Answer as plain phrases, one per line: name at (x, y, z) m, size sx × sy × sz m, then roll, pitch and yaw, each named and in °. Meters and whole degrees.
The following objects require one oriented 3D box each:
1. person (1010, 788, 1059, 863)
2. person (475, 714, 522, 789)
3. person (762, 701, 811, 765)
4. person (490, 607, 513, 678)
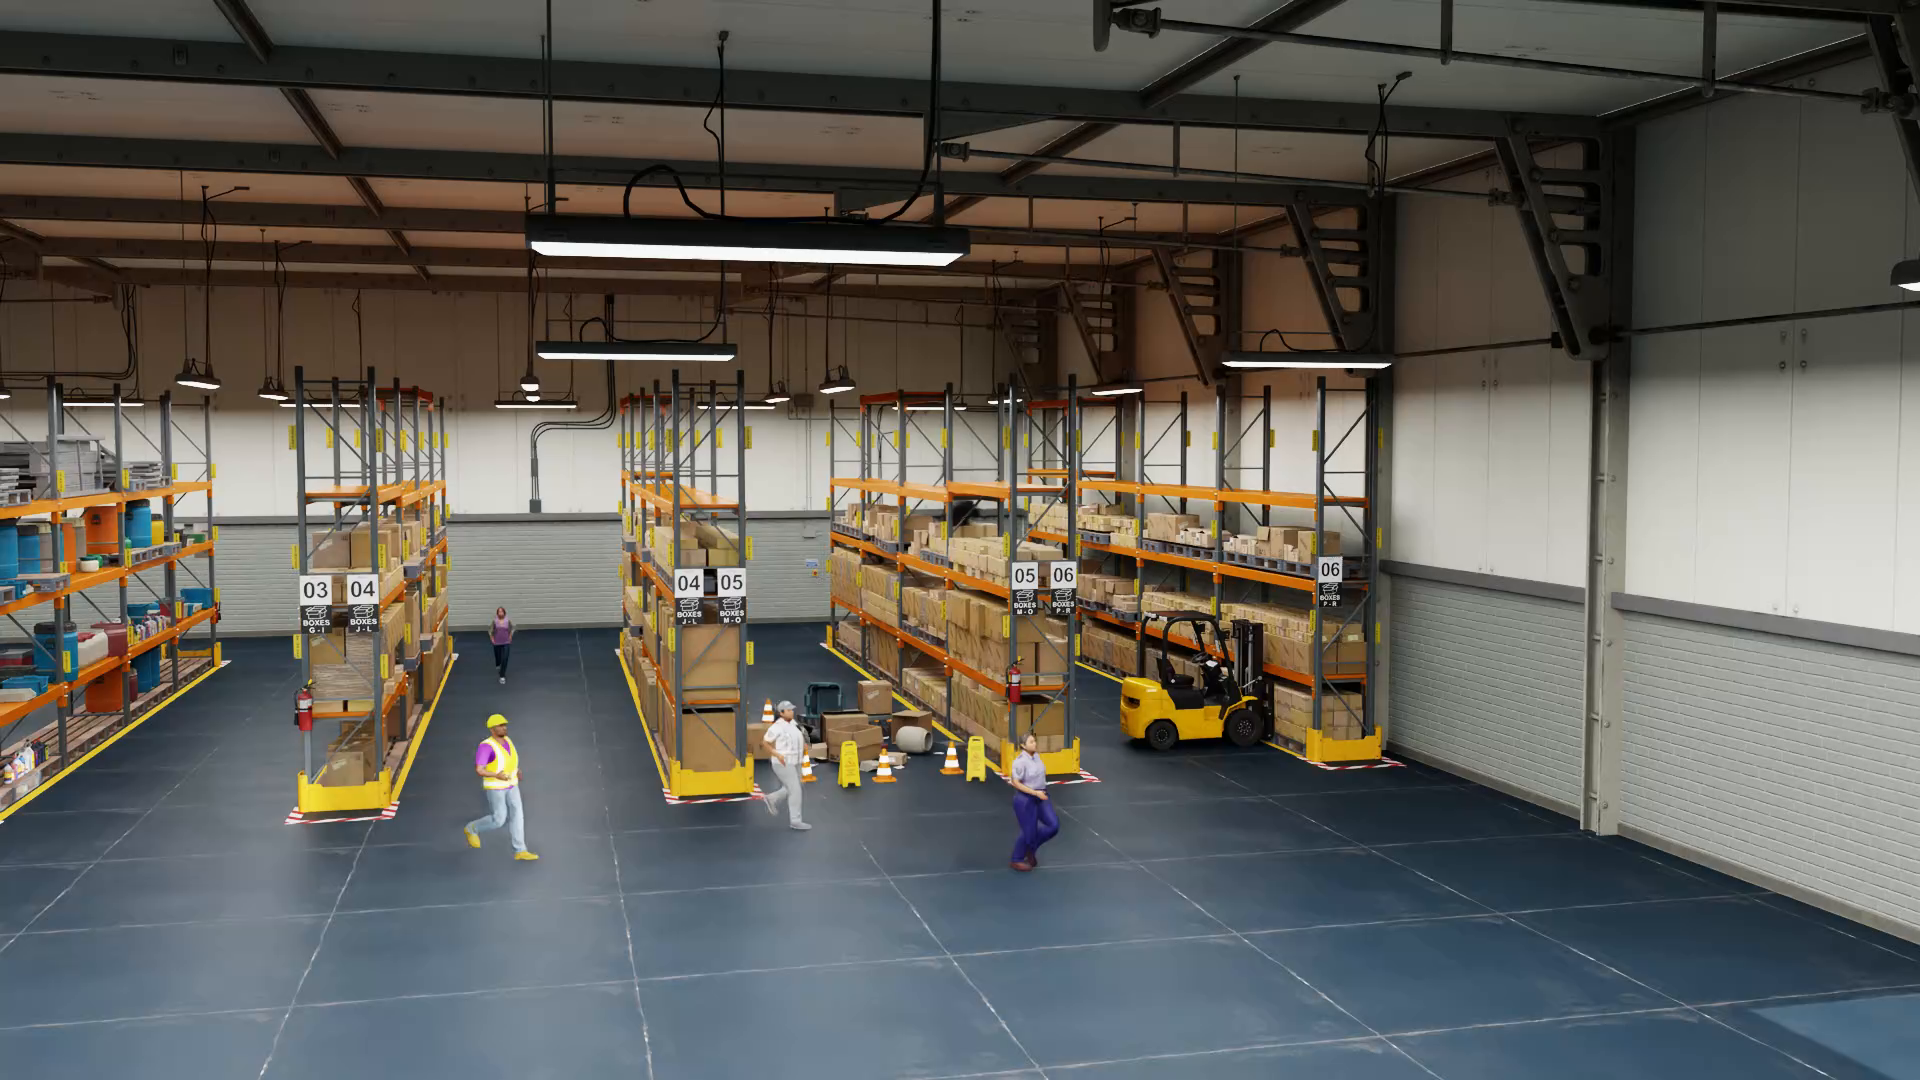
person at (0.848, 3.322, 19.366) m, size 0.555 × 0.911 × 0.413 m, roll 2°, pitch 4°, yaw 36°
person at (-5.450, 2.514, 19.816) m, size 0.597 × 0.877 × 0.714 m, roll 2°, pitch 4°, yaw 25°
person at (-2.191, 2.485, 21.480) m, size 0.515 × 0.803 × 0.620 m, roll 2°, pitch 4°, yaw 29°
person at (-9.536, 2.130, 34.577) m, size 0.501 × 1.467 × 0.584 m, roll -1°, pitch 4°, yaw -19°
